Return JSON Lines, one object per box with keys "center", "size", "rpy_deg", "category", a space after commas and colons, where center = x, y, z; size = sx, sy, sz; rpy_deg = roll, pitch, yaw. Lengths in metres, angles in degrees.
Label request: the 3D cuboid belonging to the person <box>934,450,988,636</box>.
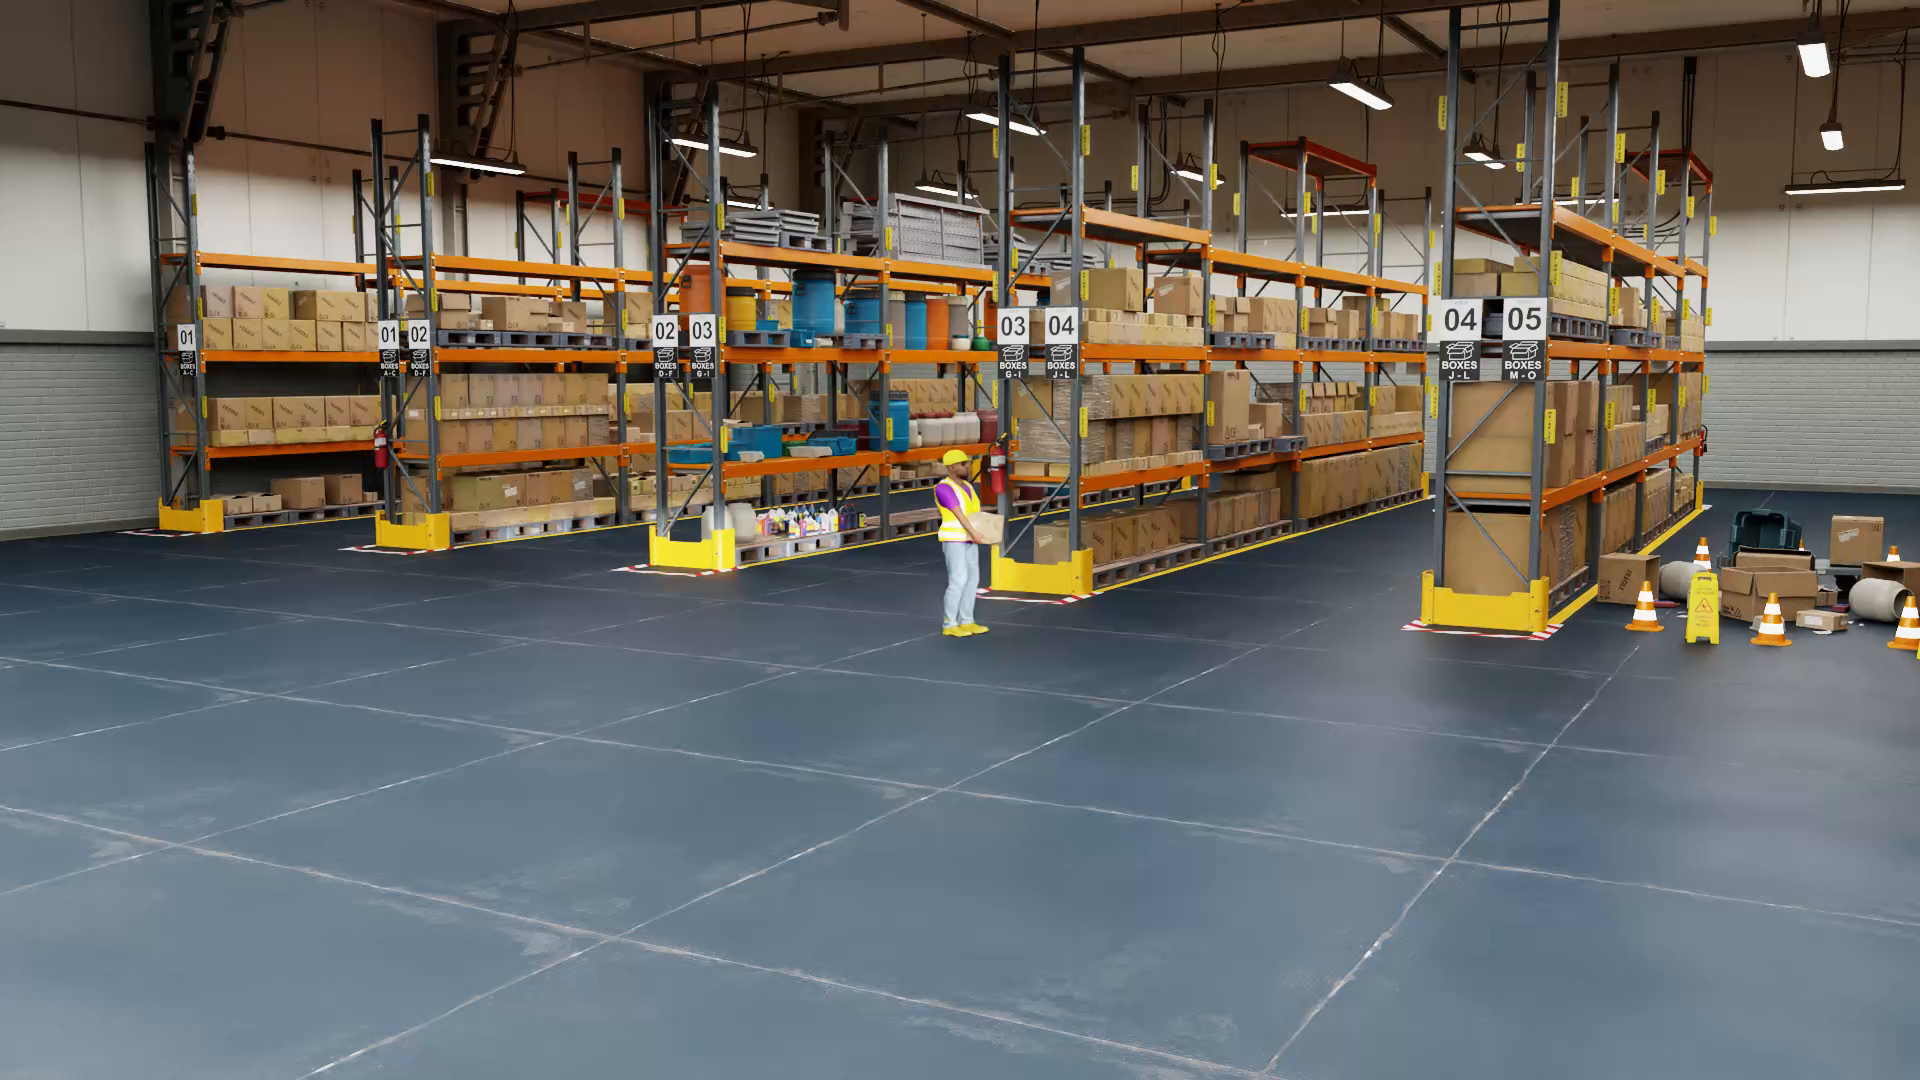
{"center": [0.083, 0.024, 15.824], "size": [0.577, 1.760, 0.503], "rpy_deg": [3, 7, 30], "category": "person"}
